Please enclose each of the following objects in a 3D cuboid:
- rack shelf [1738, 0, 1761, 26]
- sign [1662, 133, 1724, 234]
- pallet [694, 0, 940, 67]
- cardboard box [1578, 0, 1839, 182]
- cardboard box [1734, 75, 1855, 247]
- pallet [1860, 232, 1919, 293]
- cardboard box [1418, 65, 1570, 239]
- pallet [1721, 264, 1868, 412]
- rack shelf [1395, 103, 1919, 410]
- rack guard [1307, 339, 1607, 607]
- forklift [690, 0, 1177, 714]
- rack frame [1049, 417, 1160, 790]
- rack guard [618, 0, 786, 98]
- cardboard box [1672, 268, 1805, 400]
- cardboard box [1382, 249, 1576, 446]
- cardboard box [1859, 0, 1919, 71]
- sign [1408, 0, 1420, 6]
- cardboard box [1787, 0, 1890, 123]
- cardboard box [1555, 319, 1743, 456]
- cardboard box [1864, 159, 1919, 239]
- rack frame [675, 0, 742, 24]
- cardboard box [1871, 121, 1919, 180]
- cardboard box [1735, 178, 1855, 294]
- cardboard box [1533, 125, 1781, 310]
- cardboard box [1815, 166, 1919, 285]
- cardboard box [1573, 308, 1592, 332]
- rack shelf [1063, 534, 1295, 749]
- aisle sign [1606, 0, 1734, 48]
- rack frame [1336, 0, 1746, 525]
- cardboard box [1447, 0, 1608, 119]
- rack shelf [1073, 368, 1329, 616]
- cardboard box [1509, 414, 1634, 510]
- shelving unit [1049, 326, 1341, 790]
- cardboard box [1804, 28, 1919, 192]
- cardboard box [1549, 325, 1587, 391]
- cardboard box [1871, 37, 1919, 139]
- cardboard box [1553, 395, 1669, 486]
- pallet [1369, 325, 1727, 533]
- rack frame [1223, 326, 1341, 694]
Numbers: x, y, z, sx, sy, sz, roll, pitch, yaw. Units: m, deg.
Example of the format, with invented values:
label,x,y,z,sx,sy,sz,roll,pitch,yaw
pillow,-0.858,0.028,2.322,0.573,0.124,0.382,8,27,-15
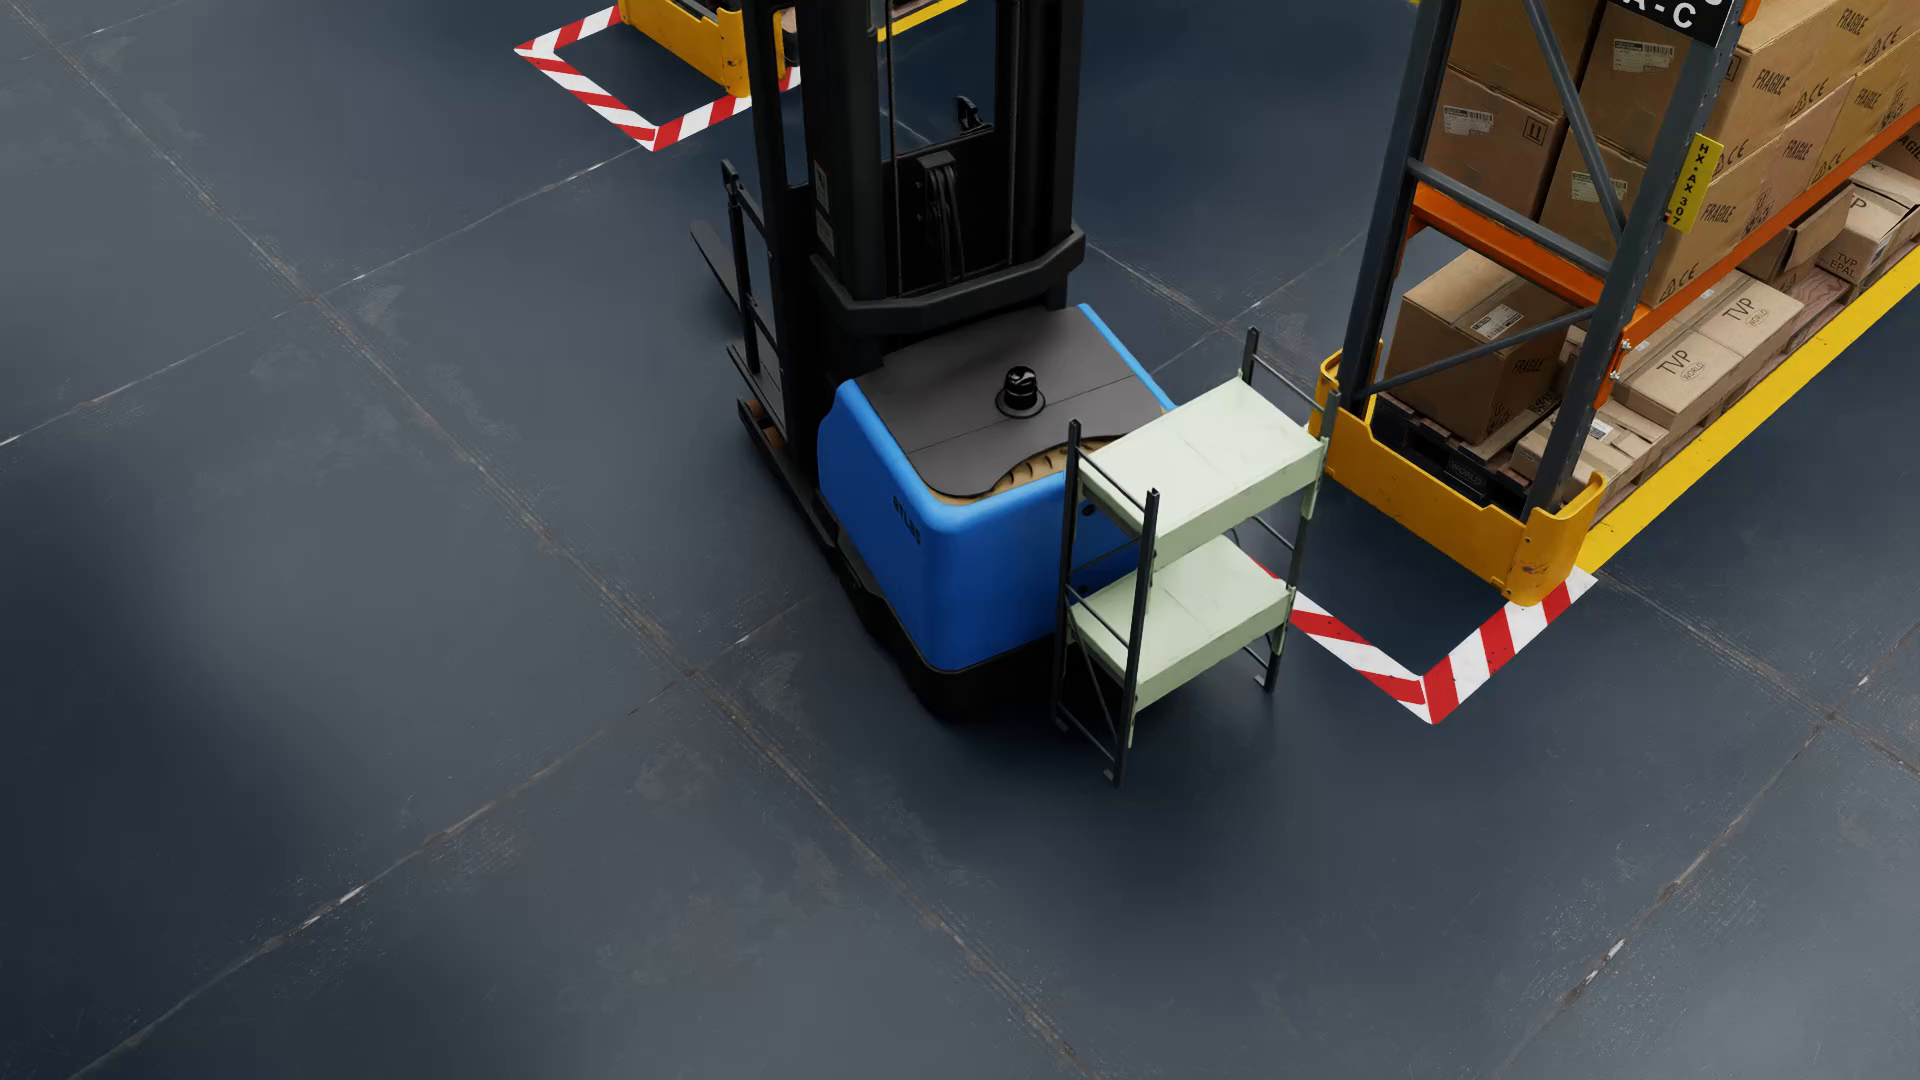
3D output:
label,x,y,z,sx,sy,sz,roll,pitch,yaw
rack shelf,3.373,-2.862,5.799,4.000,0.370,1.077,-34,56,-27
sign,2.258,-1.099,5.134,0.005,0.325,0.100,-34,56,-27
pallet,-0.800,-3.237,9.593,1.213,0.211,1.003,-34,56,-27
cardboard box,2.399,-1.549,5.390,0.500,0.500,0.500,-32,55,-26
cardboard box,2.777,-1.468,5.996,0.500,0.500,0.500,-34,56,-27
pallet,4.344,-1.793,8.261,1.213,0.211,1.003,-34,56,-27
cardboard box,2.041,-1.504,6.028,0.500,0.500,0.500,-32,55,-26
pallet,3.441,-1.187,7.702,1.213,0.211,1.003,-34,56,-27
rack shelf,3.373,-1.845,6.901,4.000,0.370,1.077,-34,56,-27
rack guard,1.949,-0.290,6.677,0.348,0.500,1.175,-34,56,-27
forklift,-0.294,-1.449,6.093,1.130,2.935,3.031,-20,50,-18
rack frame,0.457,0.258,5.491,0.023,1.500,0.400,-28,53,-23
rack guard,-1.446,-2.929,9.112,0.348,0.500,1.175,-34,56,-27
cardboard box,3.226,-0.926,7.135,0.500,0.250,0.500,-34,56,-27
cardboard box,2.129,-0.804,6.853,0.500,0.500,0.500,-34,56,-27
cardboard box,3.154,-2.056,5.858,0.500,0.500,0.500,-33,55,-27
sign,1.534,-1.912,5.470,0.005,0.325,0.100,-34,56,-27
cardboard box,2.780,-1.812,5.632,0.500,0.500,0.500,-33,55,-27
cardboard box,2.856,-0.679,6.907,0.500,0.250,0.500,-34,56,-27
cardboard box,4.385,-1.606,7.832,0.250,0.149,0.380,-34,56,-27
rack frame,-1.437,-3.796,8.211,0.127,3.000,1.000,-34,56,-27
cardboard box,4.622,-1.943,7.904,0.500,0.500,0.500,-34,56,-27
cardboard box,3.466,-1.449,7.445,0.637,0.503,0.797,-34,56,-27
cardboard box,2.399,-1.210,5.758,0.500,0.500,0.500,-33,55,-26
cardboard box,4.067,-1.509,7.631,0.500,0.311,0.500,-34,56,-27
cardboard box,2.852,-1.173,7.363,0.500,0.250,0.500,-34,56,-27
rack shelf,0.754,0.322,5.876,0.720,0.370,0.431,-28,53,-23
aisle sign,2.040,-1.788,4.590,0.004,0.787,0.394,-34,56,-27
rack frame,1.893,-1.100,5.724,0.127,3.000,1.000,-34,56,-27
cardboard box,2.037,-1.843,5.661,0.500,0.500,0.500,-34,56,-27
rack shelf,0.754,-0.164,5.350,0.720,0.370,0.431,-28,53,-23
cardboard box,2.434,-0.303,6.629,0.250,0.149,0.380,-34,56,-27
shelving unit,0.754,0.101,5.637,0.755,1.500,0.431,-28,53,-23
cardboard box,3.150,-1.715,6.223,0.500,0.500,0.500,-34,56,-27
cardboard box,2.490,-0.843,7.115,0.250,0.166,0.380,-34,56,-27
cardboard box,3.521,-1.961,6.450,0.500,0.500,0.500,-33,55,-27
cardboard box,2.619,-0.432,6.736,0.250,0.166,0.380,-34,56,-27
pallet,2.538,-0.587,7.148,1.213,0.211,1.003,-34,56,-27
rack frame,1.050,-0.057,5.782,0.023,1.500,0.400,-28,53,-23
